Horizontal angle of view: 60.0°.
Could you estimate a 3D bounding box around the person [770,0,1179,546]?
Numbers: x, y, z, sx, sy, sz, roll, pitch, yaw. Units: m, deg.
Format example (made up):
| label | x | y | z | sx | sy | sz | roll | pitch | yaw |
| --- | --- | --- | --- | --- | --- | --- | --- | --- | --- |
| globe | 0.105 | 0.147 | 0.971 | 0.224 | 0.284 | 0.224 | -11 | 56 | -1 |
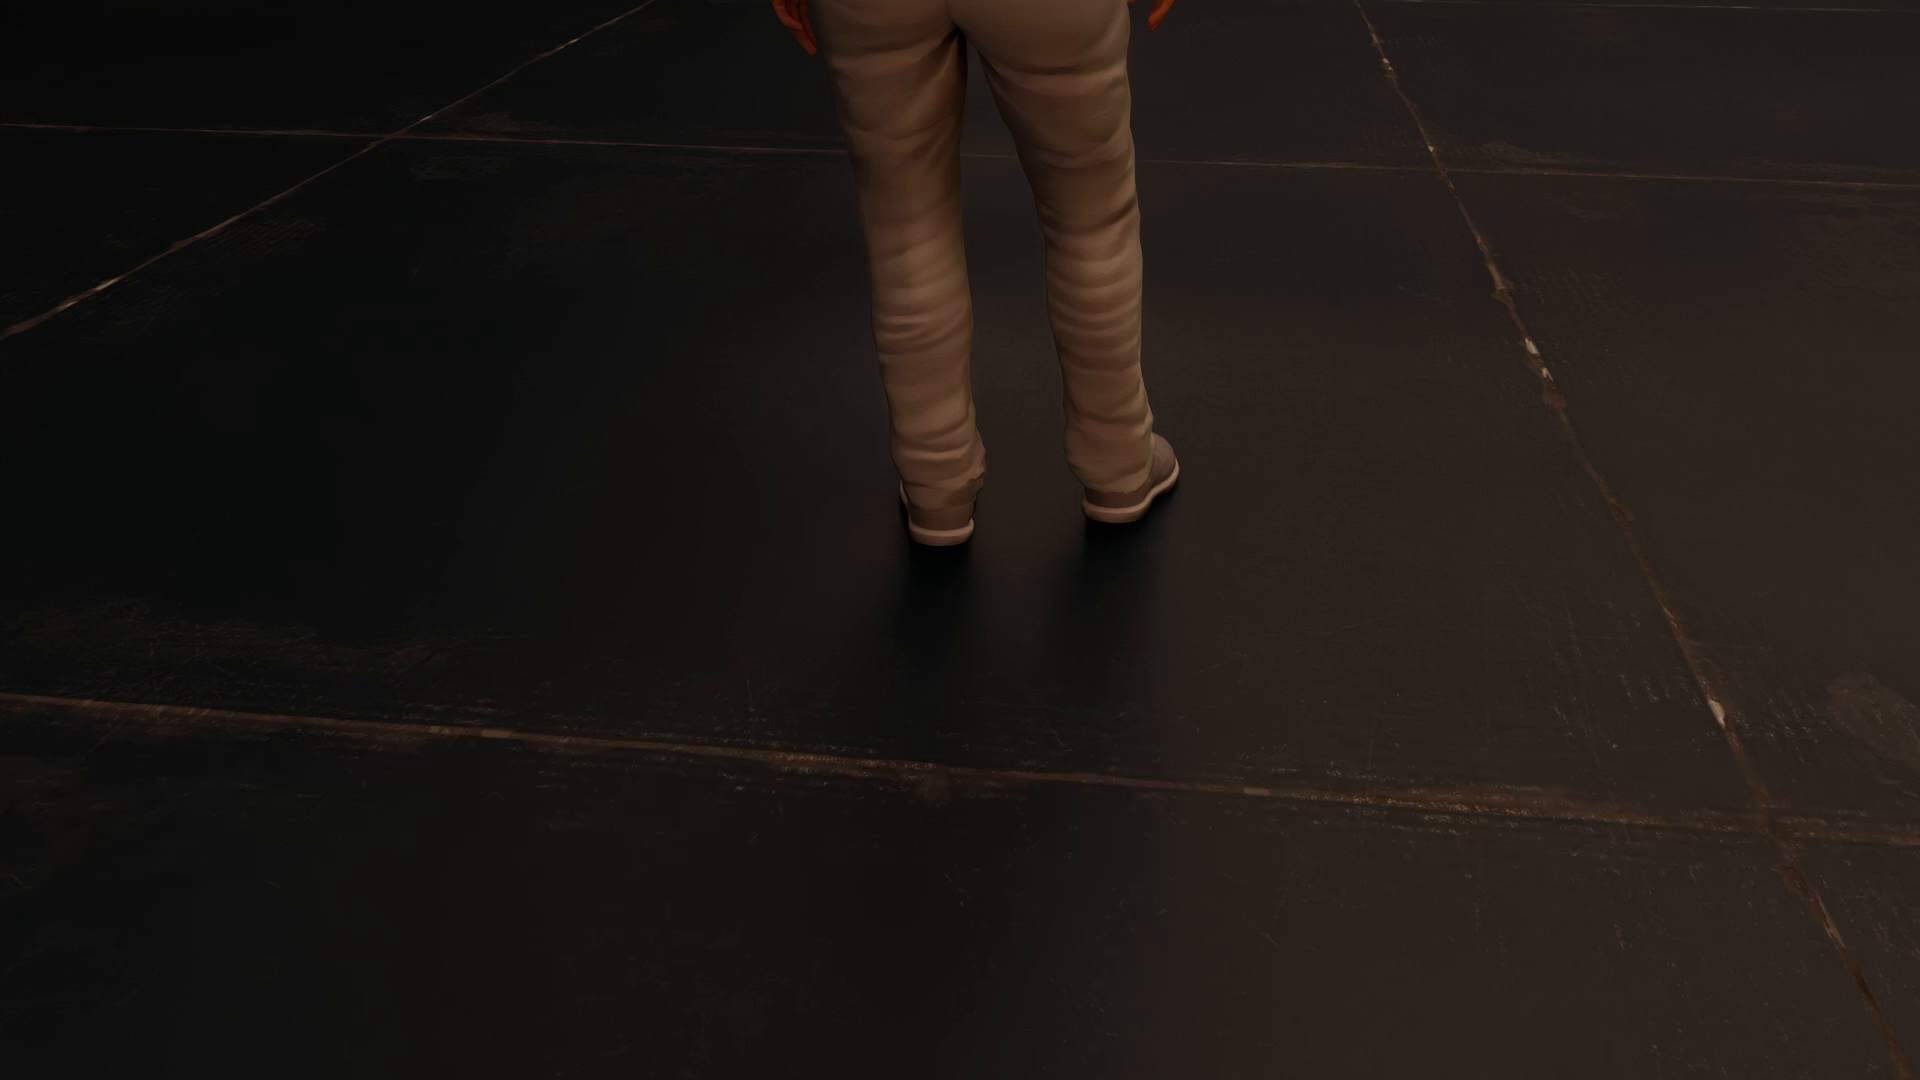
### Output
| label | x | y | z | sx | sy | sz | roll | pitch | yaw |
| --- | --- | --- | --- | --- | --- | --- | --- | --- | --- |
| person | 0.033 | -0.784 | 2.190 | 0.598 | 1.670 | 0.529 | 3 | 27 | 7 |
